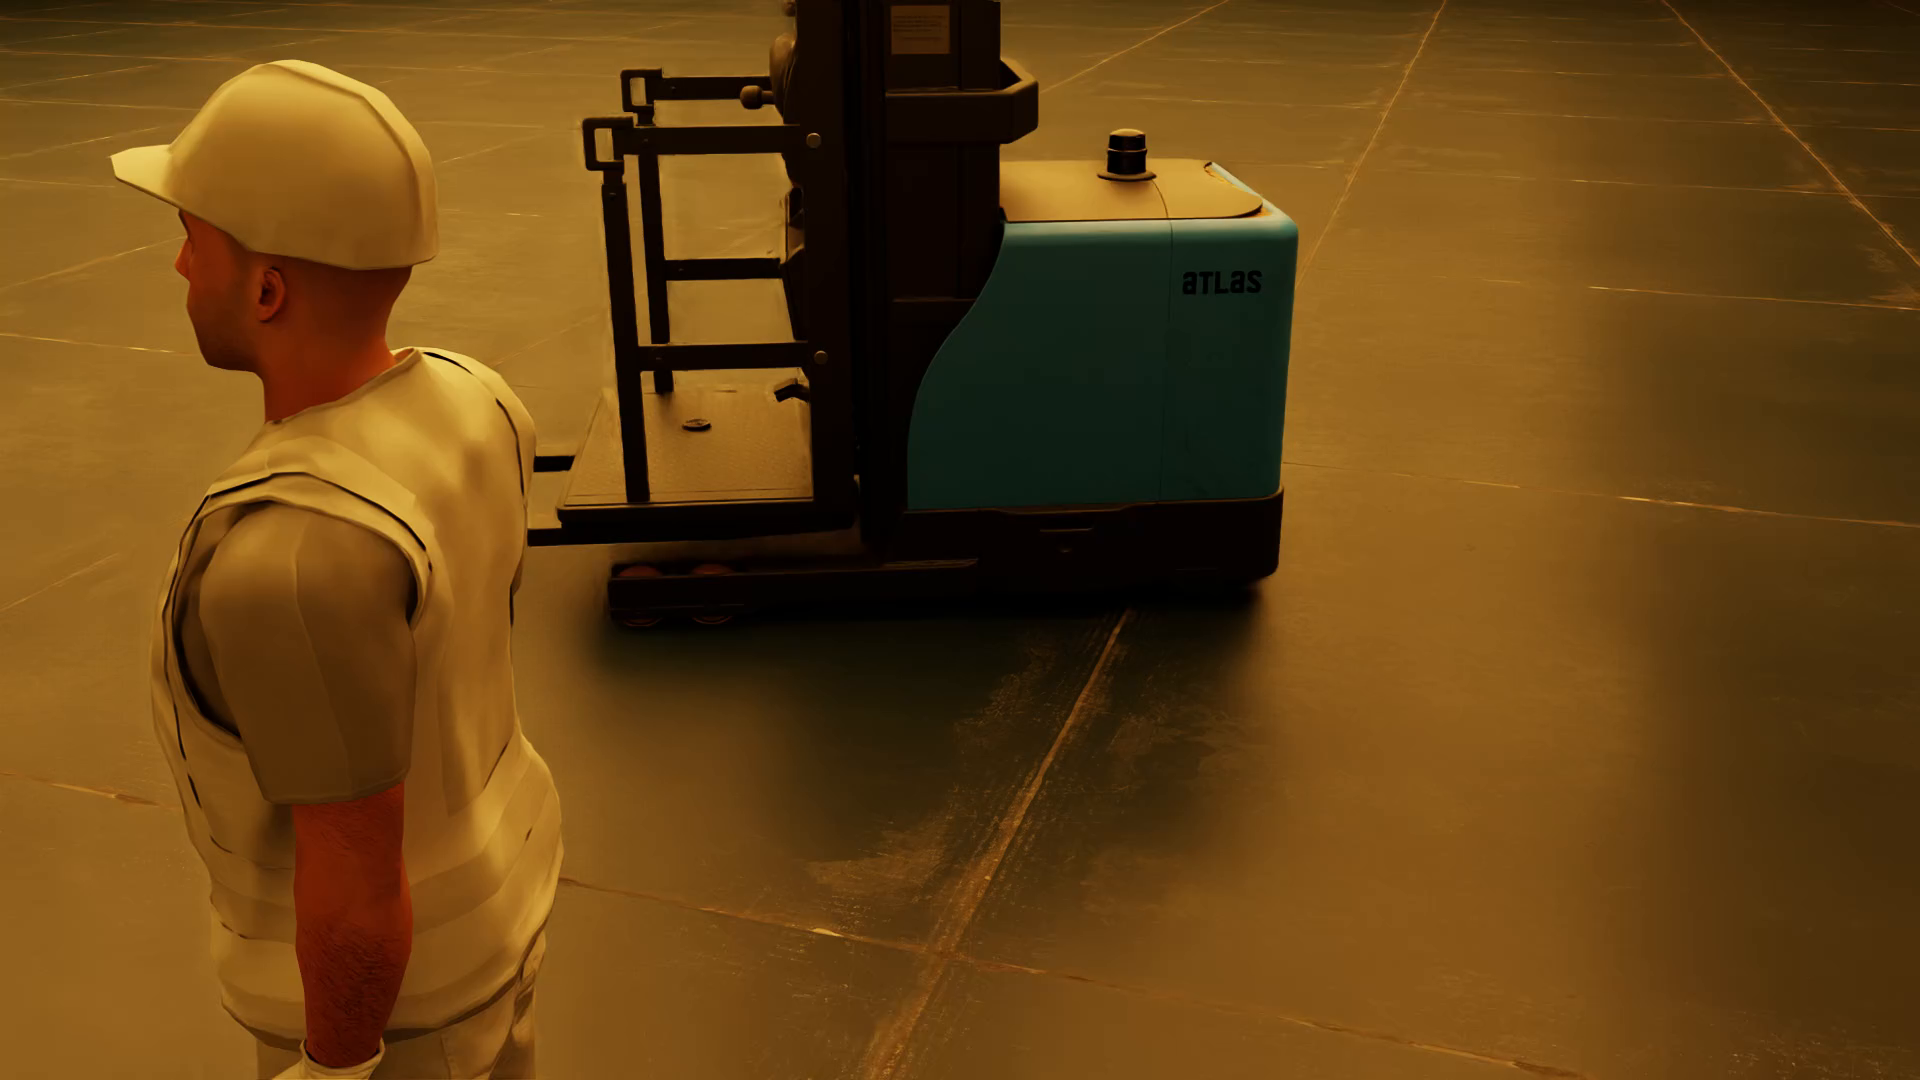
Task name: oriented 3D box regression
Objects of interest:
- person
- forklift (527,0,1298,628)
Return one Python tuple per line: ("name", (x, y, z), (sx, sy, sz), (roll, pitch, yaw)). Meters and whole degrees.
("person", (-0.608, 0.428, 1.739), (0.369, 1.795, 0.526), (0, 22, 1))
("forklift", (-0.641, -1.326, 4.492), (3.031, 2.935, 1.130), (-2, 23, -5))
